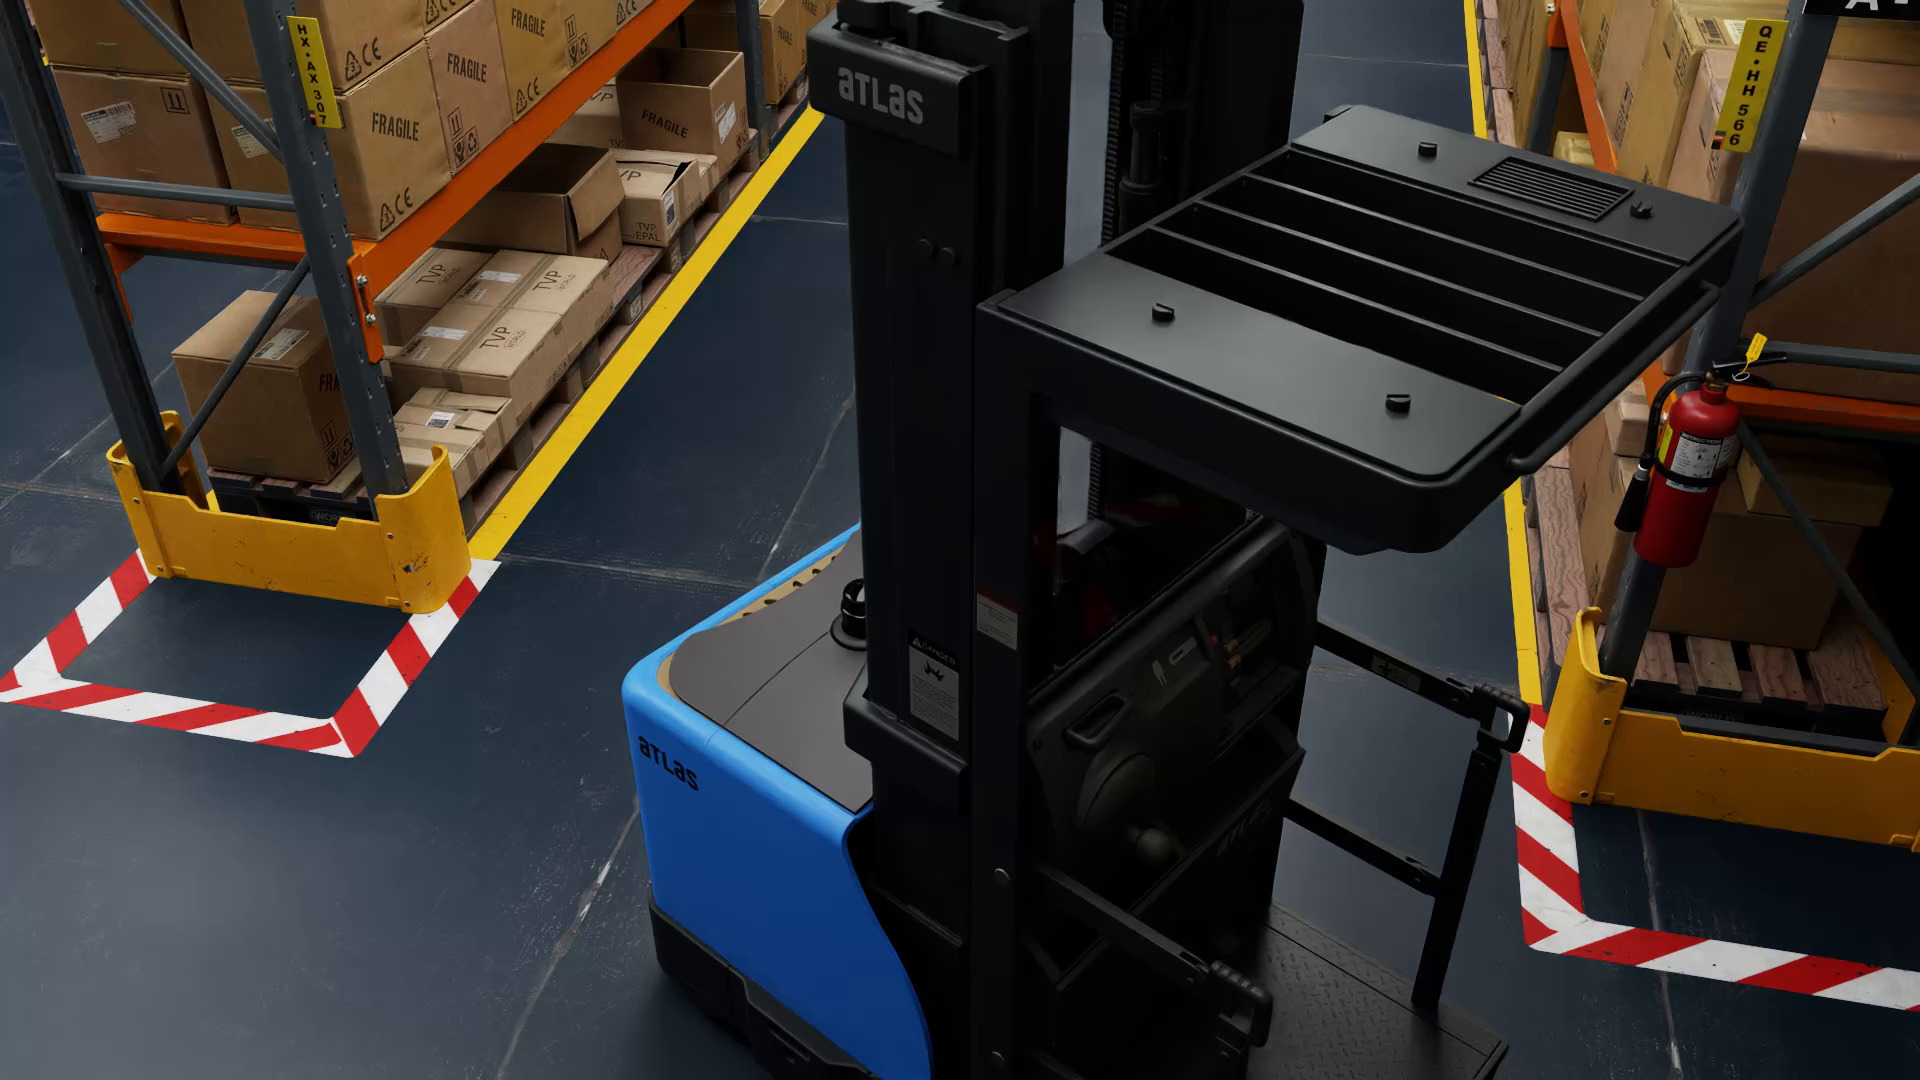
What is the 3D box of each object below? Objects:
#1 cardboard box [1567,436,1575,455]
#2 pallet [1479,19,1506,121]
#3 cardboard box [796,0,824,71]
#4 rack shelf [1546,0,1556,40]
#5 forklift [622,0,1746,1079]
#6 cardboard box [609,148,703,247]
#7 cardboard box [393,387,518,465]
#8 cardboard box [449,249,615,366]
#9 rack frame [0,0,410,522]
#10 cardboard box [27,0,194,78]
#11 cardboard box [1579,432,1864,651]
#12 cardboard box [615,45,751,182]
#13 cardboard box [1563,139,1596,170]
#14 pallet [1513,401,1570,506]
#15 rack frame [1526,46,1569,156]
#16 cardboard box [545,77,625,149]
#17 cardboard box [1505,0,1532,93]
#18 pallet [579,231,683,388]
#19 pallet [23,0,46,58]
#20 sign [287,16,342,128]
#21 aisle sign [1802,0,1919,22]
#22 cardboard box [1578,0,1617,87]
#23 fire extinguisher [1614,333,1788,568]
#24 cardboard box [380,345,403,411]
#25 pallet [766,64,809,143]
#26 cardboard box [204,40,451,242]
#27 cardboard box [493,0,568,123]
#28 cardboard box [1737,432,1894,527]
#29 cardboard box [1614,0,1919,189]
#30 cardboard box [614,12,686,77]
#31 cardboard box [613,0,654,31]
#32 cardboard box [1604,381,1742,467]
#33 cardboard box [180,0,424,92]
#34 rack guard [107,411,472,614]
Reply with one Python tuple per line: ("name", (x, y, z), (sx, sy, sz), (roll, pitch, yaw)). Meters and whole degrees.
("cardboard box", (2.700, -0.600, 6.294), (0.700, 0.500, 0.500), (6, 36, 8))
("pallet", (3.638, -2.771, 9.893), (1.003, 0.211, 1.213), (7, 37, 10))
("cardboard box", (-1.107, -3.085, 9.706), (0.500, 0.500, 0.500), (8, 37, 11))
("rack shelf", (3.716, -3.602, 9.276), (1.077, 0.370, 4.000), (7, 37, 10))
("forklift", (0.611, 0.357, 3.260), (3.031, 2.935, 1.130), (27, 44, 32))
("cardboard box", (-1.556, -1.662, 7.904), (0.500, 0.311, 0.500), (7, 37, 10))
("cardboard box", (-1.927, -0.443, 6.345), (0.380, 0.166, 0.250), (7, 37, 10))
("cardboard box", (-1.799, -0.986, 7.023), (0.500, 0.250, 0.500), (7, 37, 10))
("rack frame", (-2.406, -1.072, 5.173), (1.000, 3.000, 0.127), (7, 37, 10))
("cardboard box", (-2.580, -1.807, 5.250), (0.500, 0.500, 0.500), (7, 37, 10))
("cardboard box", (2.486, -0.025, 5.500), (0.700, 0.500, 0.500), (7, 37, 10))
("cardboard box", (-1.396, -2.169, 8.442), (0.500, 0.500, 0.500), (7, 37, 10))
("cardboard box", (2.777, -1.577, 7.090), (0.380, 0.149, 0.250), (8, 37, 12))
("pallet", (2.791, -0.489, 6.746), (1.003, 0.211, 1.213), (7, 37, 10))
("rack frame", (3.289, -2.746, 7.483), (1.000, 3.000, 0.127), (7, 37, 10))
("cardboard box", (-1.853, -2.241, 8.702), (0.500, 0.311, 0.500), (7, 37, 10))
("cardboard box", (3.487, -2.945, 9.231), (0.750, 0.750, 0.750), (8, 37, 11))
("pallet", (-1.958, -1.141, 7.644), (1.003, 0.211, 1.213), (7, 37, 10))
("pallet", (-6.184, -3.296, 10.618), (1.003, 0.211, 1.213), (7, 37, 10))
("sign", (-1.876, -1.354, 4.825), (0.100, 0.325, 0.005), (7, 37, 10))
("aisle sign", (2.126, -1.502, 3.551), (0.394, 0.787, 0.004), (7, 37, 10))
("cardboard box", (2.996, -2.141, 6.392), (0.980, 0.700, 0.700), (6, 36, 9))
("fire extinguisher", (1.951, -0.242, 4.412), (0.296, 0.674, 0.183), (7, 37, 10))
("cardboard box", (-2.356, -0.666, 6.653), (0.380, 0.166, 0.250), (7, 37, 10))
("pallet", (-1.415, -2.707, 9.805), (1.003, 0.211, 1.213), (7, 37, 10))
("cardboard box", (-2.054, -1.334, 5.449), (0.500, 0.500, 0.500), (8, 37, 11))
("cardboard box", (-1.839, -1.918, 6.254), (0.500, 0.500, 0.500), (7, 37, 10))
("cardboard box", (2.655, -0.191, 5.177), (0.380, 0.149, 0.250), (8, 37, 10))
("cardboard box", (2.678, -1.287, 5.214), (0.980, 0.700, 0.700), (7, 37, 10))
("cardboard box", (-1.726, -2.850, 9.381), (0.500, 0.500, 0.500), (7, 37, 10))
("cardboard box", (-1.624, -2.496, 7.053), (0.500, 0.500, 0.500), (8, 37, 11))
("cardboard box", (2.335, -0.384, 5.443), (0.380, 0.149, 0.250), (7, 37, 9))
("cardboard box", (-2.054, -1.739, 5.155), (0.500, 0.500, 0.500), (8, 37, 11))
("rack guard", (-2.390, -0.103, 5.966), (1.175, 0.500, 0.348), (7, 37, 10))
